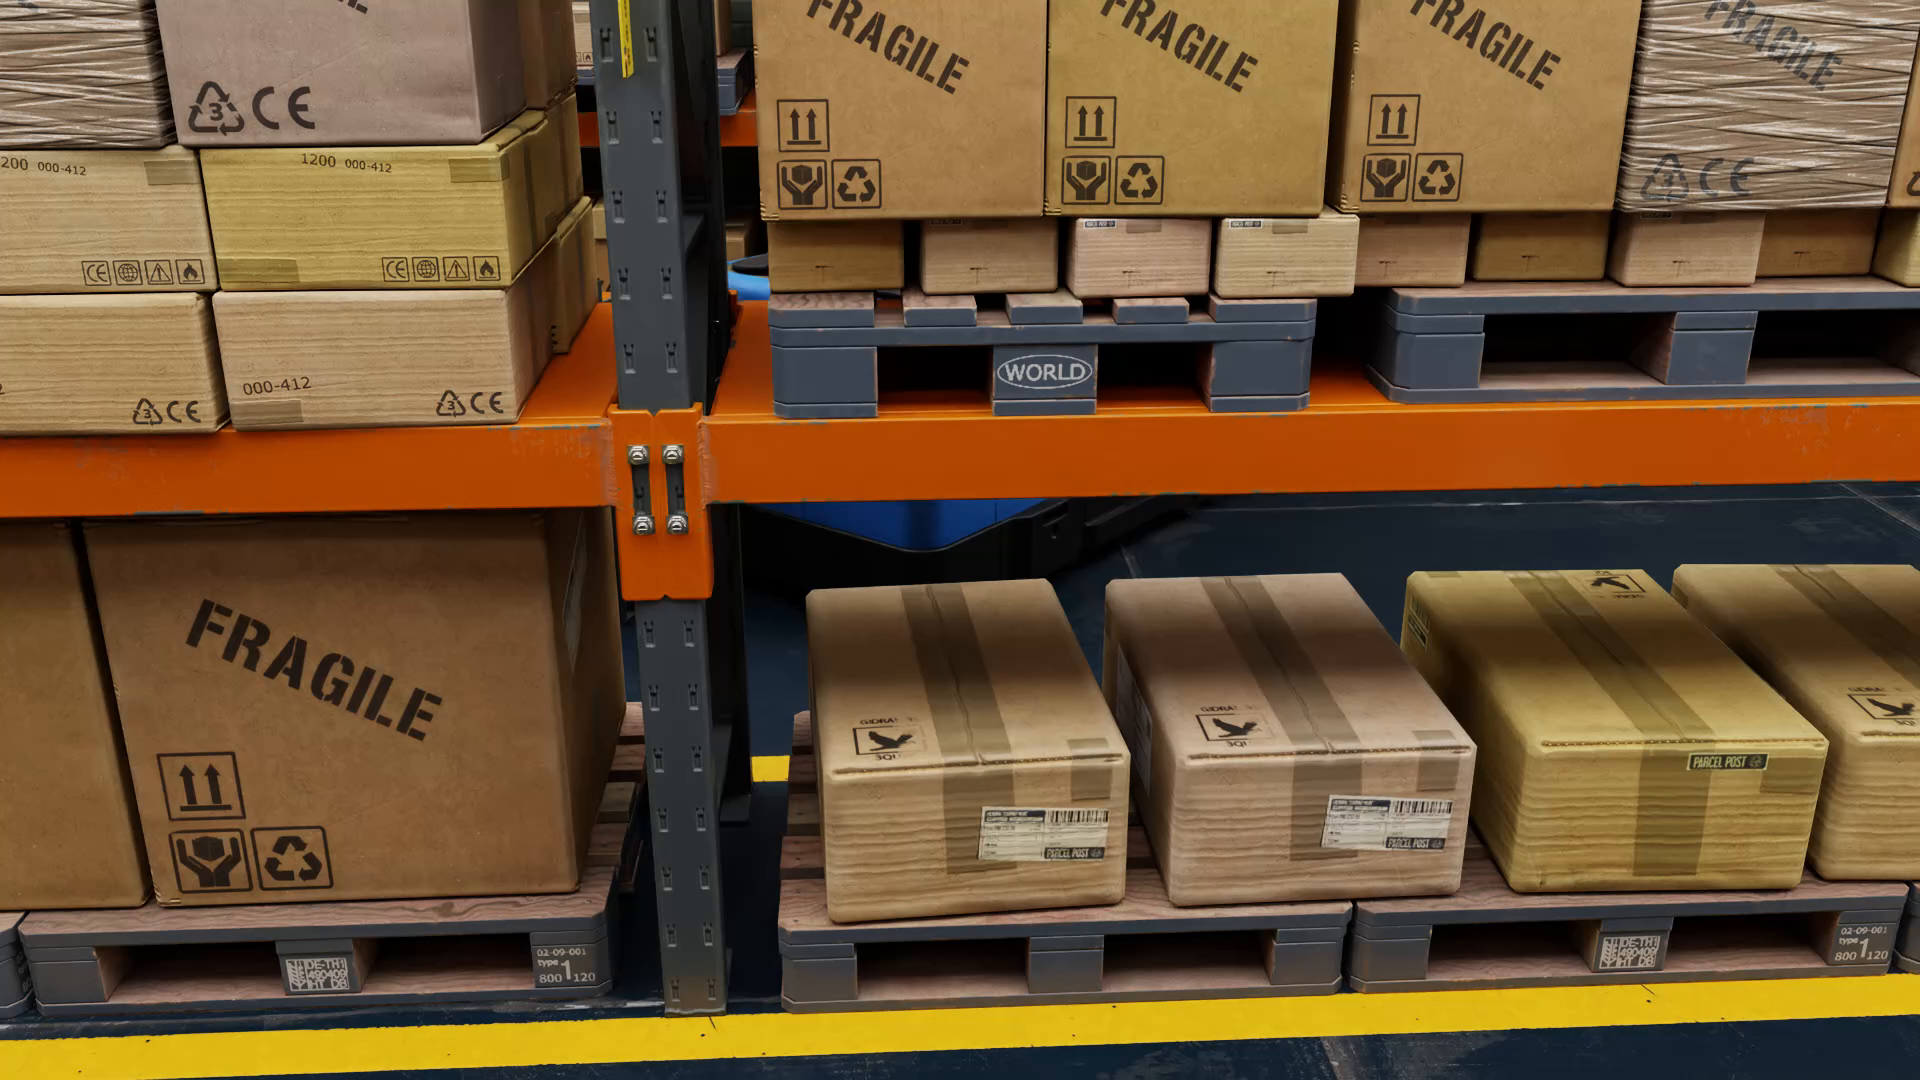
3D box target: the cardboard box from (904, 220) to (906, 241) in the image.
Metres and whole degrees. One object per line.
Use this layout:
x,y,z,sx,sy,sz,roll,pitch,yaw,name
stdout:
-0.007,-0.778,3.711,0.250,0.149,0.380,-1,21,-2,cardboard box

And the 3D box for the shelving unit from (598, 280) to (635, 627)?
-1.514,-0.389,5.563,1.048,1.125,0.538,7,22,18,shelving unit

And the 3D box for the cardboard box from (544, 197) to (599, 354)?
-1.087,-0.587,3.658,0.500,0.250,0.500,-2,21,-4,cardboard box

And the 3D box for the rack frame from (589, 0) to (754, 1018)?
-0.584,-0.578,3.422,0.127,3.000,1.000,-1,21,-3,rack frame

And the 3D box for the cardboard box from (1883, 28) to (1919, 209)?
1.951,-0.931,3.202,0.500,0.500,0.500,0,21,-1,cardboard box

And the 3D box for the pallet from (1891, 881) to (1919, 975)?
2.632,0.661,4.089,1.213,0.211,1.003,-1,21,-3,pallet

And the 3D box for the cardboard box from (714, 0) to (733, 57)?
-1.394,-2.629,8.079,0.500,0.500,0.500,0,21,-1,cardboard box

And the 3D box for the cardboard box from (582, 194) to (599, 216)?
-1.886,-1.566,8.029,0.250,0.149,0.380,-2,21,-5,cardboard box

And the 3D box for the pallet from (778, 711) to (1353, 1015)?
0.196,0.710,3.959,1.213,0.211,1.003,-1,21,-3,pallet

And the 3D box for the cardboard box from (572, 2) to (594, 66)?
-1.906,-2.331,7.647,0.500,0.250,0.500,-2,21,-6,cardboard box

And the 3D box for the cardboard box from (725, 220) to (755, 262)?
-1.281,-1.284,8.200,0.500,0.500,0.500,-1,21,-1,cardboard box

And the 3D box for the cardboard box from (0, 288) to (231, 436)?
-1.583,-0.389,3.138,0.500,0.250,0.500,-1,21,-2,cardboard box

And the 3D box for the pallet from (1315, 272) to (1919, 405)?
1.390,-0.543,3.600,1.213,0.211,1.003,-1,21,-3,pallet

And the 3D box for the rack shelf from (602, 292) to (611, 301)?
-1.514,-0.663,5.459,1.000,0.278,0.538,7,22,18,rack shelf

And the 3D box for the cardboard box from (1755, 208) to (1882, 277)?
1.623,-0.645,3.362,0.250,0.149,0.380,-2,21,-5,cardboard box

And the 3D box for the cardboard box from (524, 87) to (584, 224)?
-1.104,-0.819,3.564,0.500,0.250,0.500,-1,21,-3,cardboard box

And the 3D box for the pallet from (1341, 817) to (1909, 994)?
1.411,0.686,4.021,1.213,0.211,1.003,-1,21,-3,pallet

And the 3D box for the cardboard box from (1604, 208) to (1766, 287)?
1.367,-0.613,3.277,0.250,0.149,0.380,-1,21,-1,cardboard box

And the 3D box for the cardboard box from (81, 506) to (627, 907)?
-1.279,0.204,3.766,0.875,0.875,0.875,-1,21,-4,cardboard box

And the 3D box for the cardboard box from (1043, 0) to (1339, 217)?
0.398,-0.900,3.120,0.500,0.500,0.500,0,21,0,cardboard box

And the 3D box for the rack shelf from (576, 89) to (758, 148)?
-2.868,-1.964,8.075,4.000,0.370,1.077,-1,21,-3,rack shelf

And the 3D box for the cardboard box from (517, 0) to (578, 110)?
-1.091,-1.169,3.429,0.500,0.500,0.500,-2,21,-5,cardboard box

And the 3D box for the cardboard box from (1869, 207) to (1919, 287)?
1.892,-0.614,3.280,0.250,0.149,0.380,-1,21,-3,cardboard box

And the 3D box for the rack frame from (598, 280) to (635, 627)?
-1.033,-0.331,5.410,0.032,1.125,0.500,7,22,18,rack frame

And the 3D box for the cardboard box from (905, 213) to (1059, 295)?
0.035,-0.591,3.220,0.250,0.149,0.380,-2,21,-6,cardboard box

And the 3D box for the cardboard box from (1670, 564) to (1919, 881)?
2.168,0.400,3.957,0.625,0.372,0.950,0,21,0,cardboard box

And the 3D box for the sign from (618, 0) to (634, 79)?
-0.549,-0.922,2.699,0.005,0.325,0.100,-1,21,-3,sign

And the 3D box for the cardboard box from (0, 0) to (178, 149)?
-1.597,-0.975,2.920,0.500,0.500,0.500,-1,21,-2,cardboard box

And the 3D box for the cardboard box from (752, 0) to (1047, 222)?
-0.122,-0.887,3.085,0.500,0.500,0.500,-2,21,-5,cardboard box

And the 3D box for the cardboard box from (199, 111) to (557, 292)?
-1.053,-0.641,3.097,0.500,0.250,0.500,-1,21,-3,cardboard box

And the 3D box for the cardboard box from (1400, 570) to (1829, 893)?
1.474,0.415,3.918,0.625,0.372,0.950,0,21,-1,cardboard box

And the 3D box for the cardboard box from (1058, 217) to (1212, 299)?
0.311,-0.580,3.192,0.250,0.149,0.380,-3,21,-7,cardboard box

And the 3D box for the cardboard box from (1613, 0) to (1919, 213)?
1.428,-0.920,3.173,0.500,0.500,0.500,-2,21,-5,cardboard box

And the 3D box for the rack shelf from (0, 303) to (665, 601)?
-2.581,-0.201,3.444,4.000,0.370,1.077,-1,21,-3,rack shelf

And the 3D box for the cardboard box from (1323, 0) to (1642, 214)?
0.928,-0.913,3.154,0.500,0.500,0.500,-1,21,-2,cardboard box

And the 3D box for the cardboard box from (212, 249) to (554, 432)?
-1.074,-0.405,3.180,0.500,0.250,0.500,-2,21,-5,cardboard box

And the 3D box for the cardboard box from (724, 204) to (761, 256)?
-1.308,-1.460,8.663,0.500,0.500,0.500,0,21,-1,cardboard box

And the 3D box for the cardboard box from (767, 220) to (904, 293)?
-0.249,-0.597,3.236,0.250,0.149,0.380,-2,21,-6,cardboard box

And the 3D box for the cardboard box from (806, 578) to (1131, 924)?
-0.020,0.446,3.836,0.625,0.372,0.950,-3,21,-7,cardboard box

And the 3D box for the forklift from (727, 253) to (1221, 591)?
0.412,-1.566,6.114,1.130,2.935,3.031,15,26,35,forklift

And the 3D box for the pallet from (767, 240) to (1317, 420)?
0.121,-0.540,3.594,1.003,0.211,1.213,-1,21,-3,pallet

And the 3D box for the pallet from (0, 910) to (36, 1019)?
-2.591,0.738,3.885,1.213,0.211,1.003,-1,21,-3,pallet

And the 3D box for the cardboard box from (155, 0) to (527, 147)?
-1.086,-0.988,2.955,0.500,0.500,0.500,-2,21,-5,cardboard box

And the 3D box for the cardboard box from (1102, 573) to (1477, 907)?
0.717,0.428,3.883,0.625,0.372,0.950,-2,21,-4,cardboard box

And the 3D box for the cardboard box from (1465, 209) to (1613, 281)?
1.103,-0.631,3.324,0.250,0.149,0.380,0,21,-1,cardboard box

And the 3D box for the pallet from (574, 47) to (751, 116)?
-1.544,-2.212,7.986,1.003,0.211,1.213,-1,21,-3,pallet

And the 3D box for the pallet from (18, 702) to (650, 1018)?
-1.376,0.715,3.947,1.213,0.211,1.003,-1,21,-3,pallet

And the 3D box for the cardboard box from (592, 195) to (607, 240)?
-1.621,-1.555,8.002,0.250,0.149,0.380,-2,21,-6,cardboard box

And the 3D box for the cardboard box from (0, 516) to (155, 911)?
-2.169,0.220,3.723,0.875,0.875,0.875,-1,21,-2,cardboard box

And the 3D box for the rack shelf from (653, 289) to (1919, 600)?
1.412,-0.282,3.657,4.000,0.370,1.077,-1,21,-3,rack shelf

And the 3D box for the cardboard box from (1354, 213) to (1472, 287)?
0.823,-0.611,3.273,0.250,0.149,0.380,0,21,0,cardboard box

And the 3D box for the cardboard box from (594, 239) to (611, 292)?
-1.781,-1.277,8.184,0.500,0.500,0.500,-1,21,-4,cardboard box

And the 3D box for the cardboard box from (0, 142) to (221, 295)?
-1.565,-0.629,3.066,0.500,0.250,0.500,-2,21,-4,cardboard box

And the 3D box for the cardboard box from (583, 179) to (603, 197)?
-1.920,-1.743,8.494,0.250,0.149,0.380,-1,21,-2,cardboard box

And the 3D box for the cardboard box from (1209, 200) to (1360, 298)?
0.587,-0.578,3.187,0.250,0.149,0.380,-1,21,-3,cardboard box
